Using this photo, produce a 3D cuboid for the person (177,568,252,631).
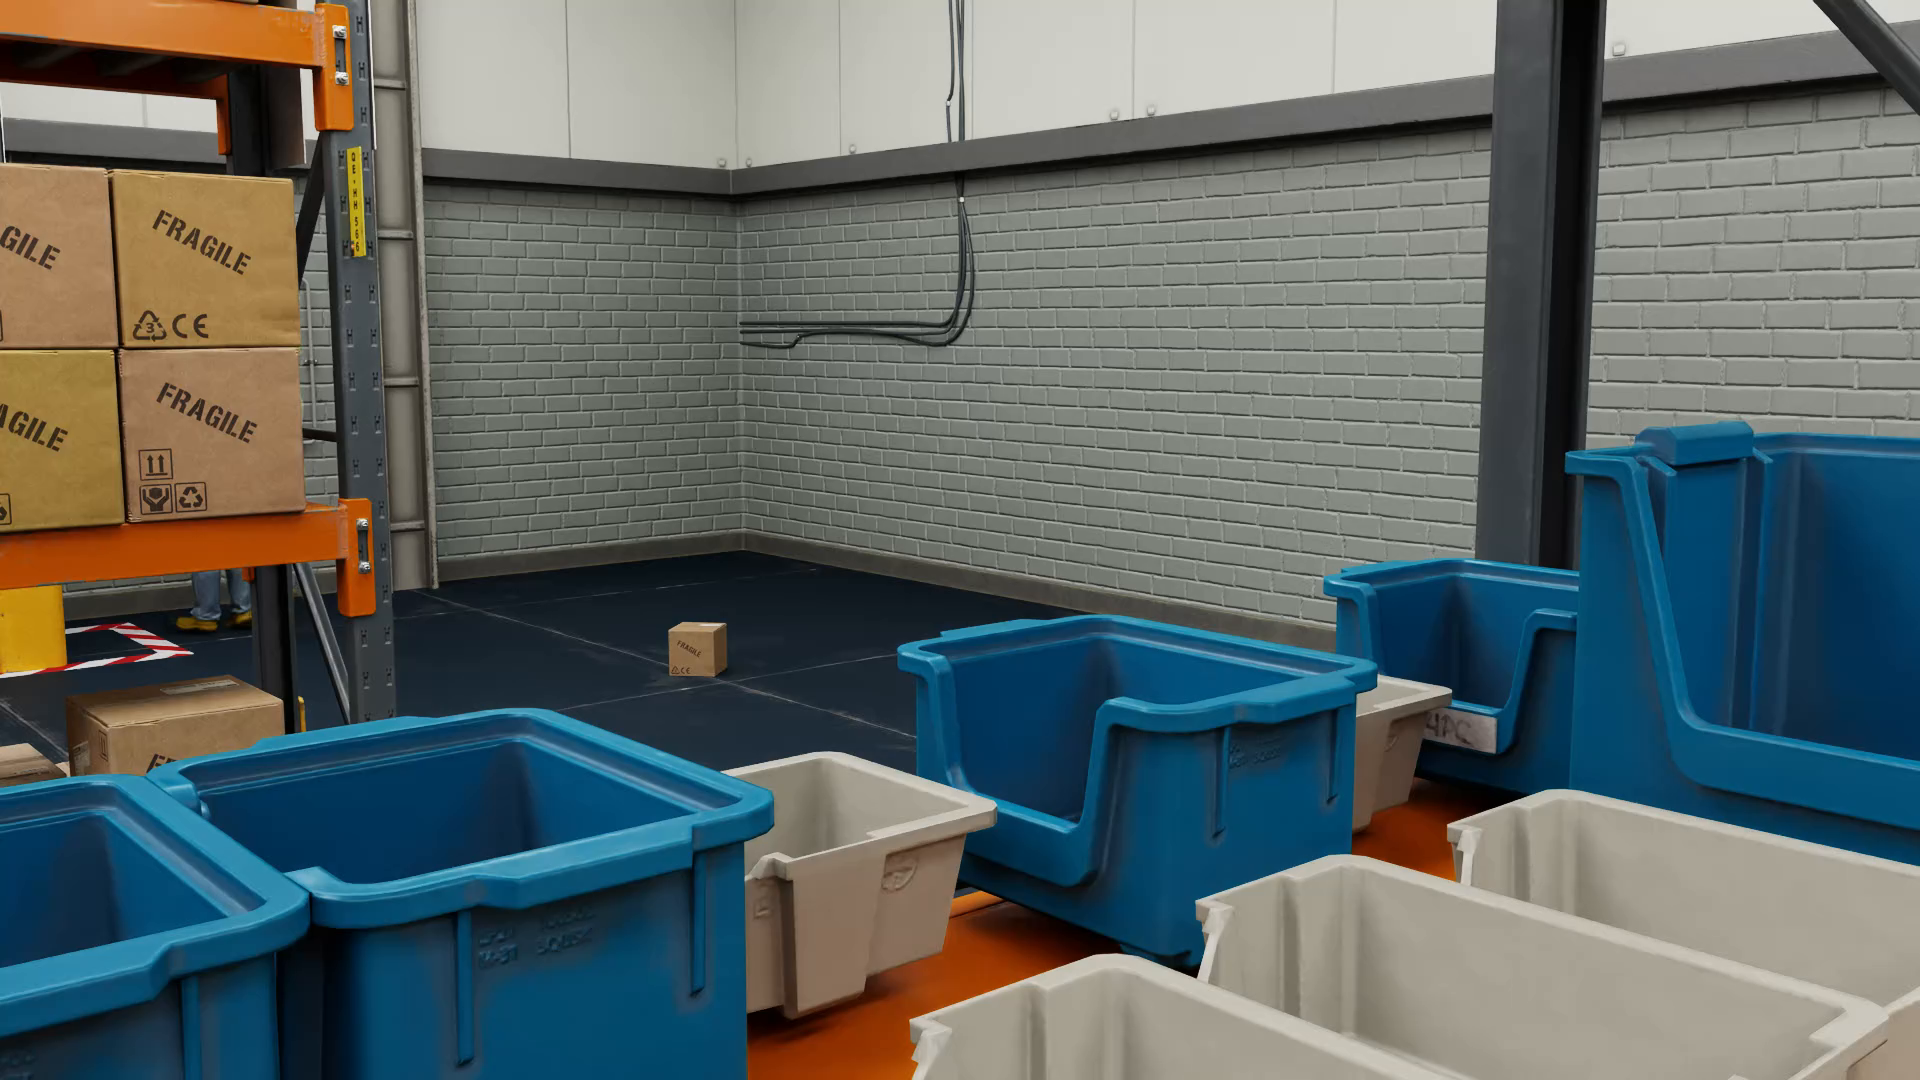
[{"bbox_3d":[-4.560,-0.309,10.080,0.460,1.829,0.617,4,8,26],"label":"person"}]
